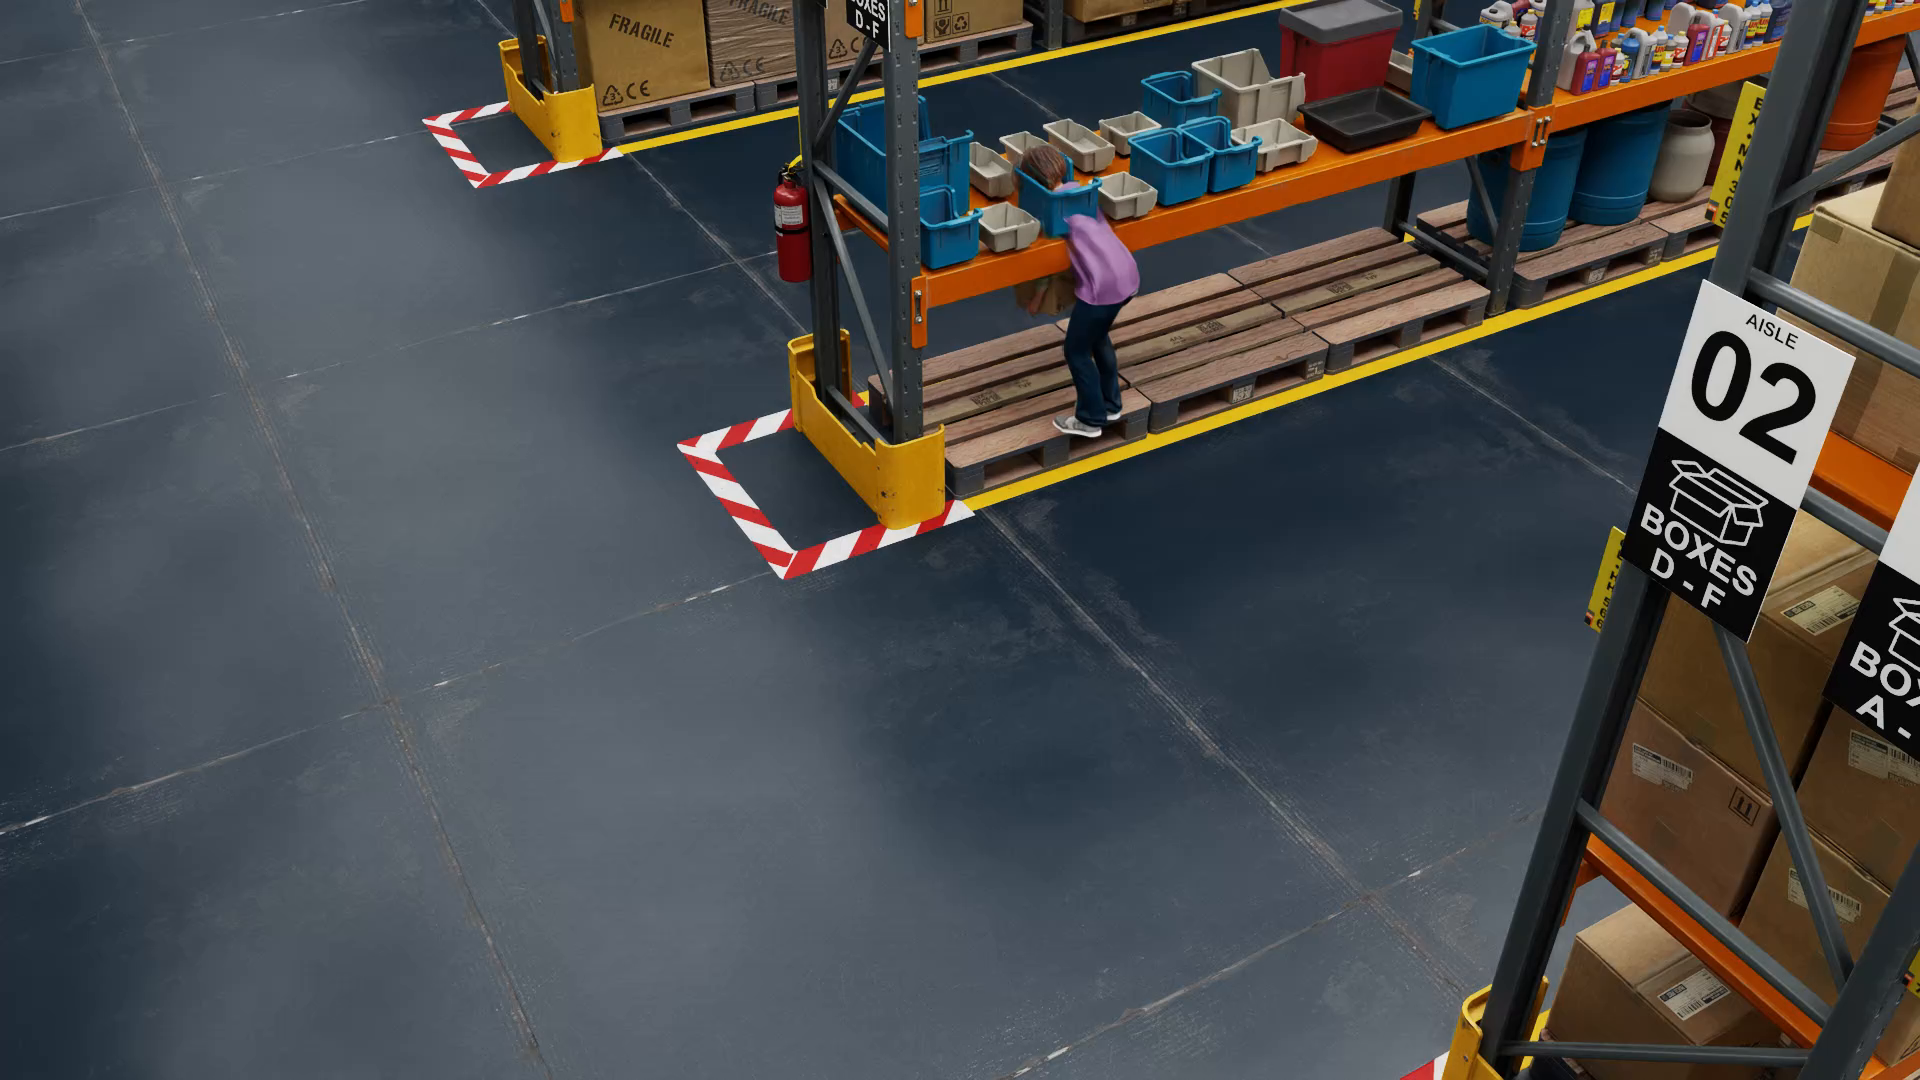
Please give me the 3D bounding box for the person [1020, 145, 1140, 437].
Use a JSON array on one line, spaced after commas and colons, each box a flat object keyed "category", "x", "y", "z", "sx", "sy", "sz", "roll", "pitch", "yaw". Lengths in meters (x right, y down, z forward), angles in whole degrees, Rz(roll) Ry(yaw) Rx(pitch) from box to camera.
[{"category": "person", "x": 0.579, "y": -1.232, "z": 8.310, "sx": 0.632, "sy": 1.476, "sz": 0.378, "roll": 21, "pitch": 42, "yaw": 25}]
